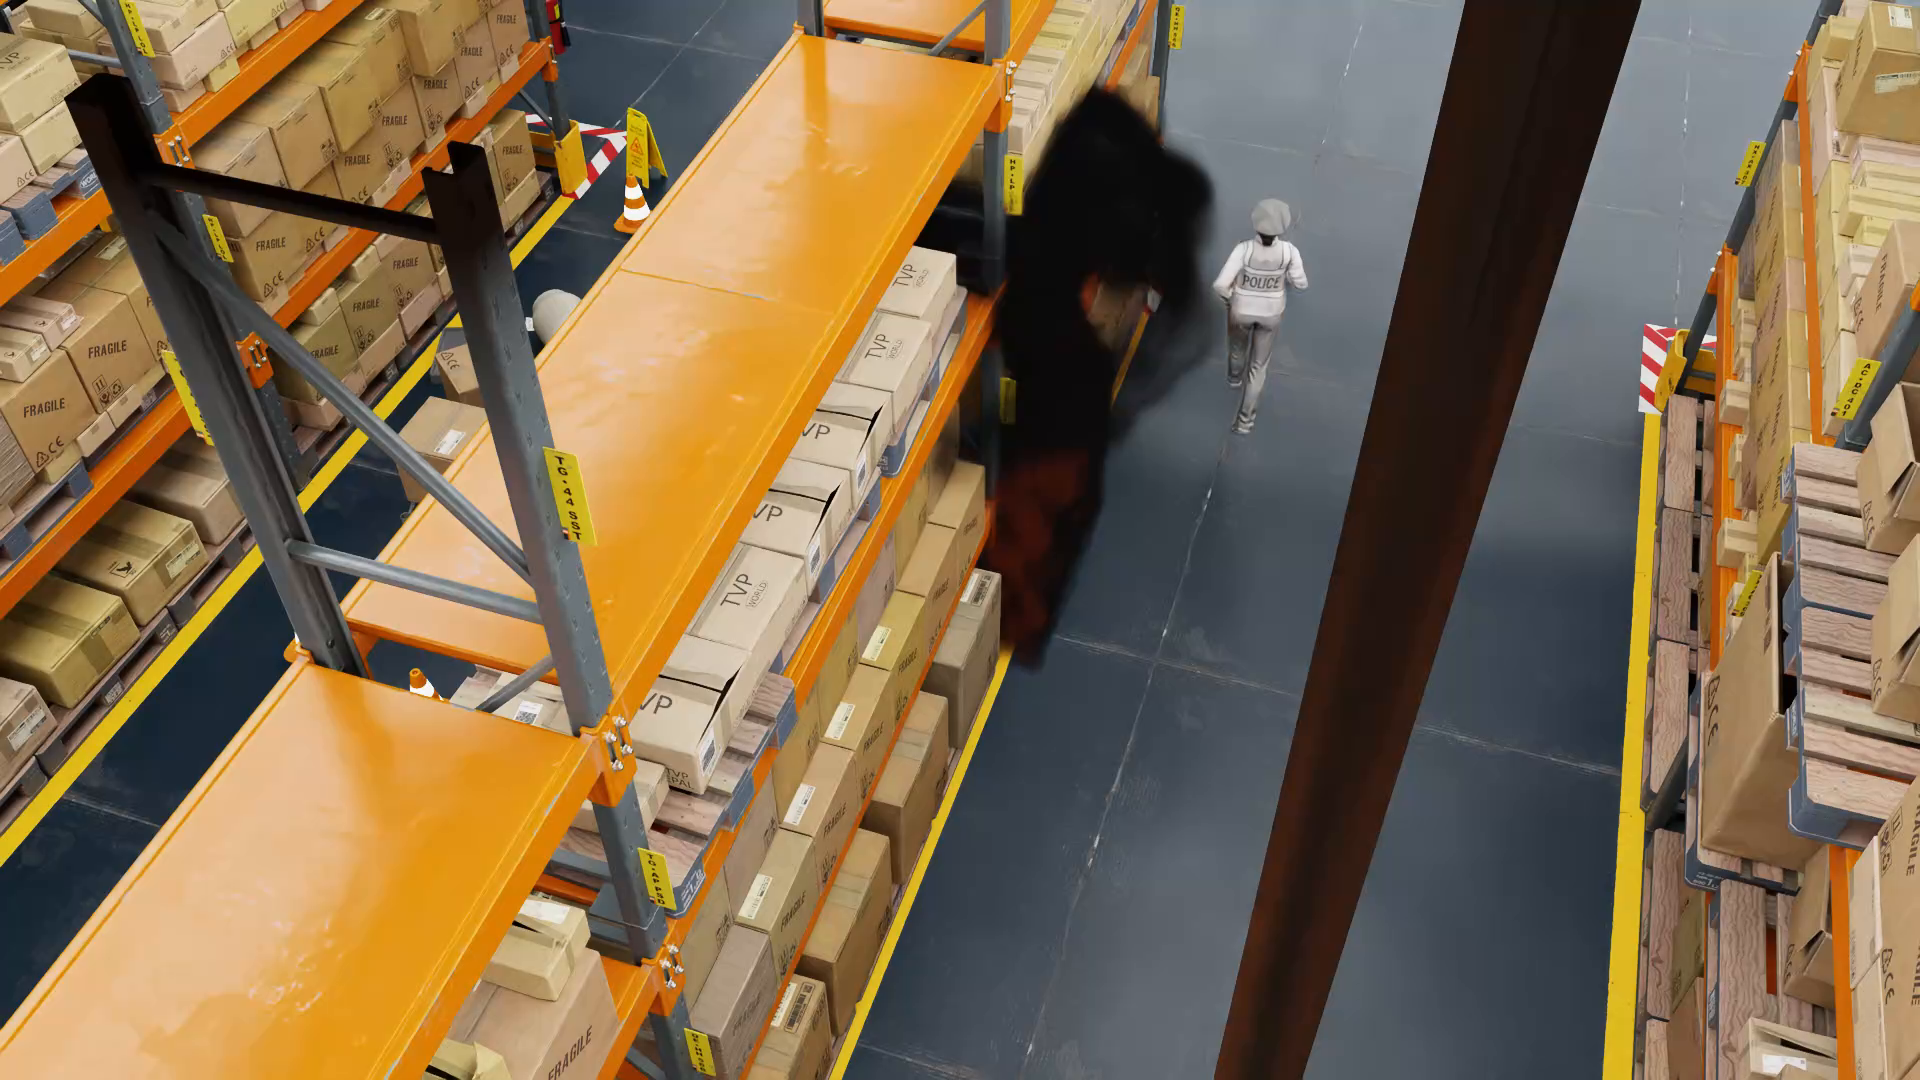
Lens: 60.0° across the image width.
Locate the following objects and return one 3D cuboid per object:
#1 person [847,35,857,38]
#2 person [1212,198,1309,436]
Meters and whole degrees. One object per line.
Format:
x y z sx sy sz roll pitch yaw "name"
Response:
-0.801 -5.262 15.078 0.885 1.777 0.732 -5 46 -5 "person"
1.954 -1.507 11.008 0.616 1.742 0.856 7 46 6 "person"
